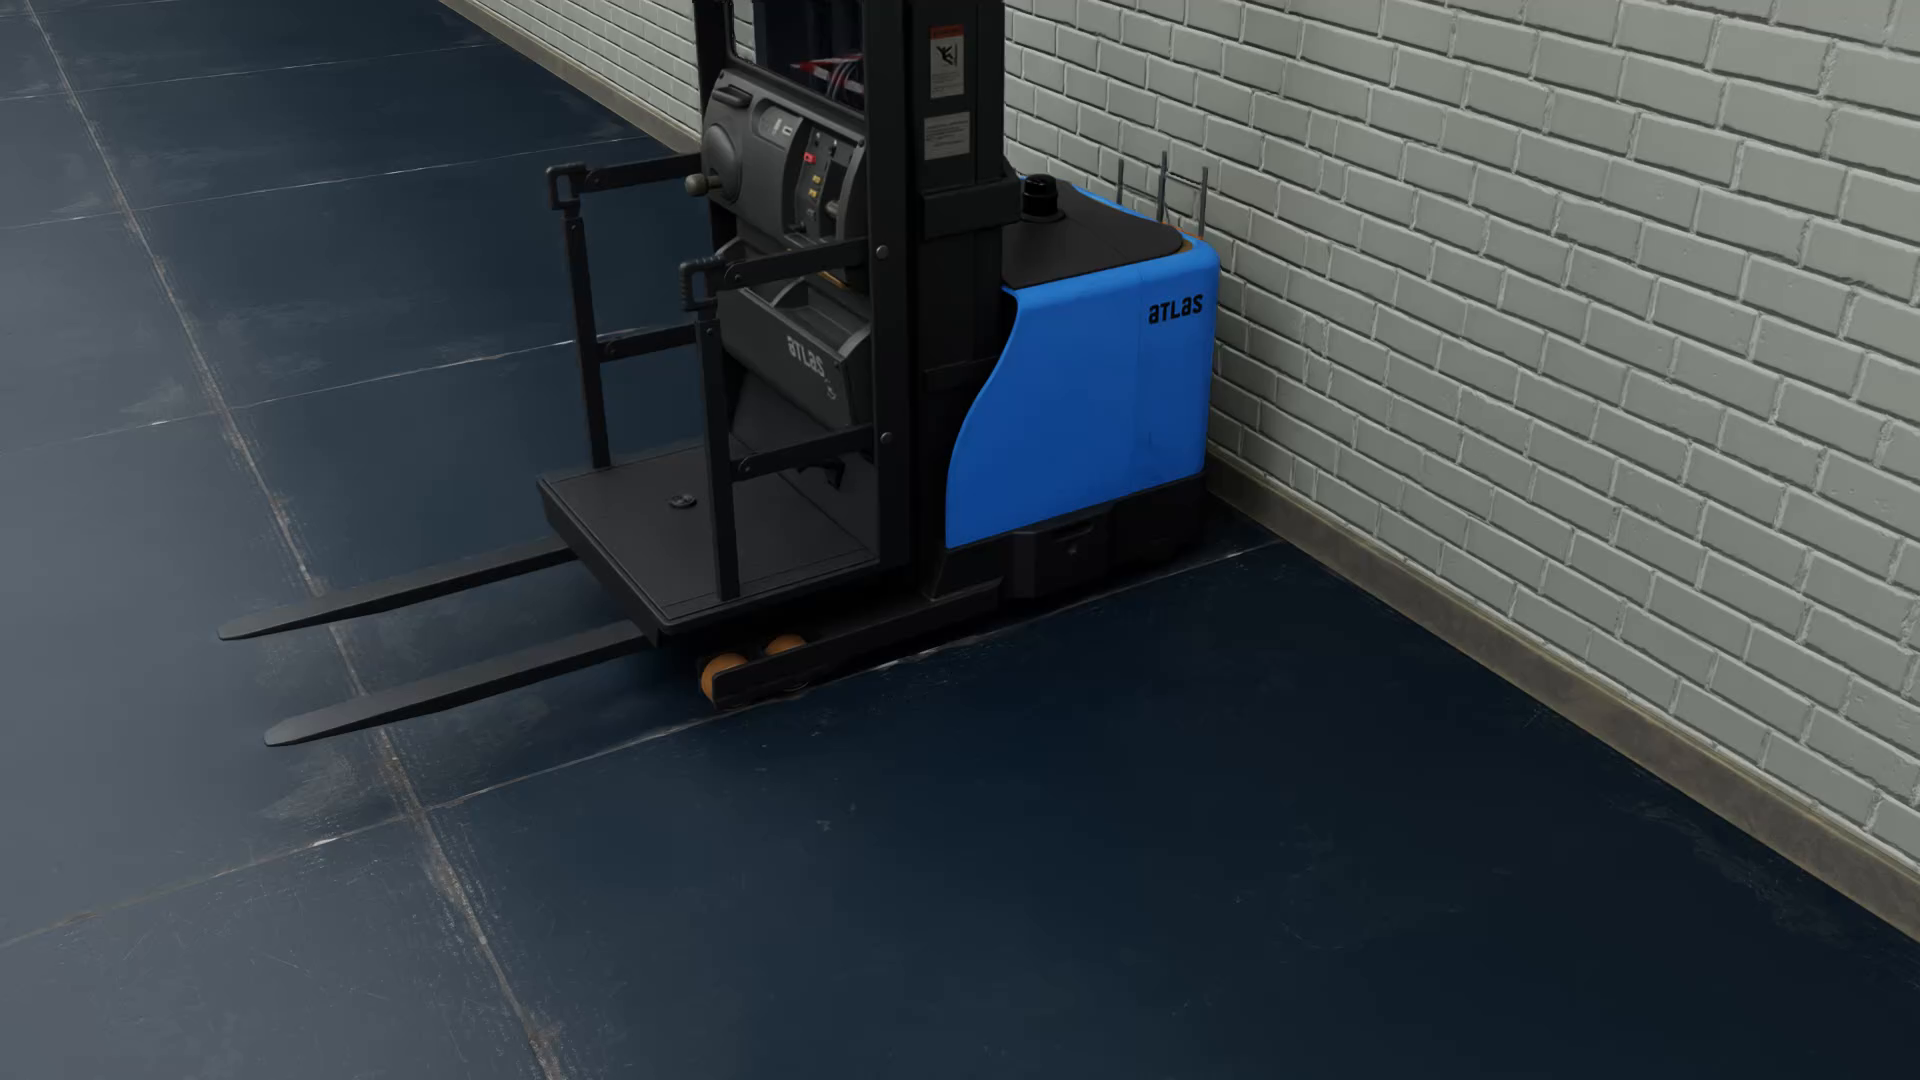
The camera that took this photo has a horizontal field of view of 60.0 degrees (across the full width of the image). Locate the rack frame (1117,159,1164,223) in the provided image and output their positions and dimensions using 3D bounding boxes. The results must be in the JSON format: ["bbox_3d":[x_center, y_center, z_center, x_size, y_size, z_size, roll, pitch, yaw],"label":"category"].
[{"bbox_3d":[0.600,-0.707,5.789,0.006,1.200,0.240,-17,33,-28],"label":"rack frame"}]

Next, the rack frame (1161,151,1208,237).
[{"bbox_3d":[0.755,-0.753,5.873,0.006,1.200,0.240,-17,33,-28],"label":"rack frame"}]

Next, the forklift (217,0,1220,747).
[{"bbox_3d":[-0.691,-1.076,4.666,3.031,2.935,1.130,-17,33,-28],"label":"forklift"}]

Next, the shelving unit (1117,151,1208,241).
[{"bbox_3d":[0.677,-0.730,5.831,0.189,1.200,0.258,-17,33,-28],"label":"shelving unit"}]

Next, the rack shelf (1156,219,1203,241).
[{"bbox_3d":[0.677,-1.006,5.678,0.180,0.103,0.258,-17,33,-28],"label":"rack shelf"}]
